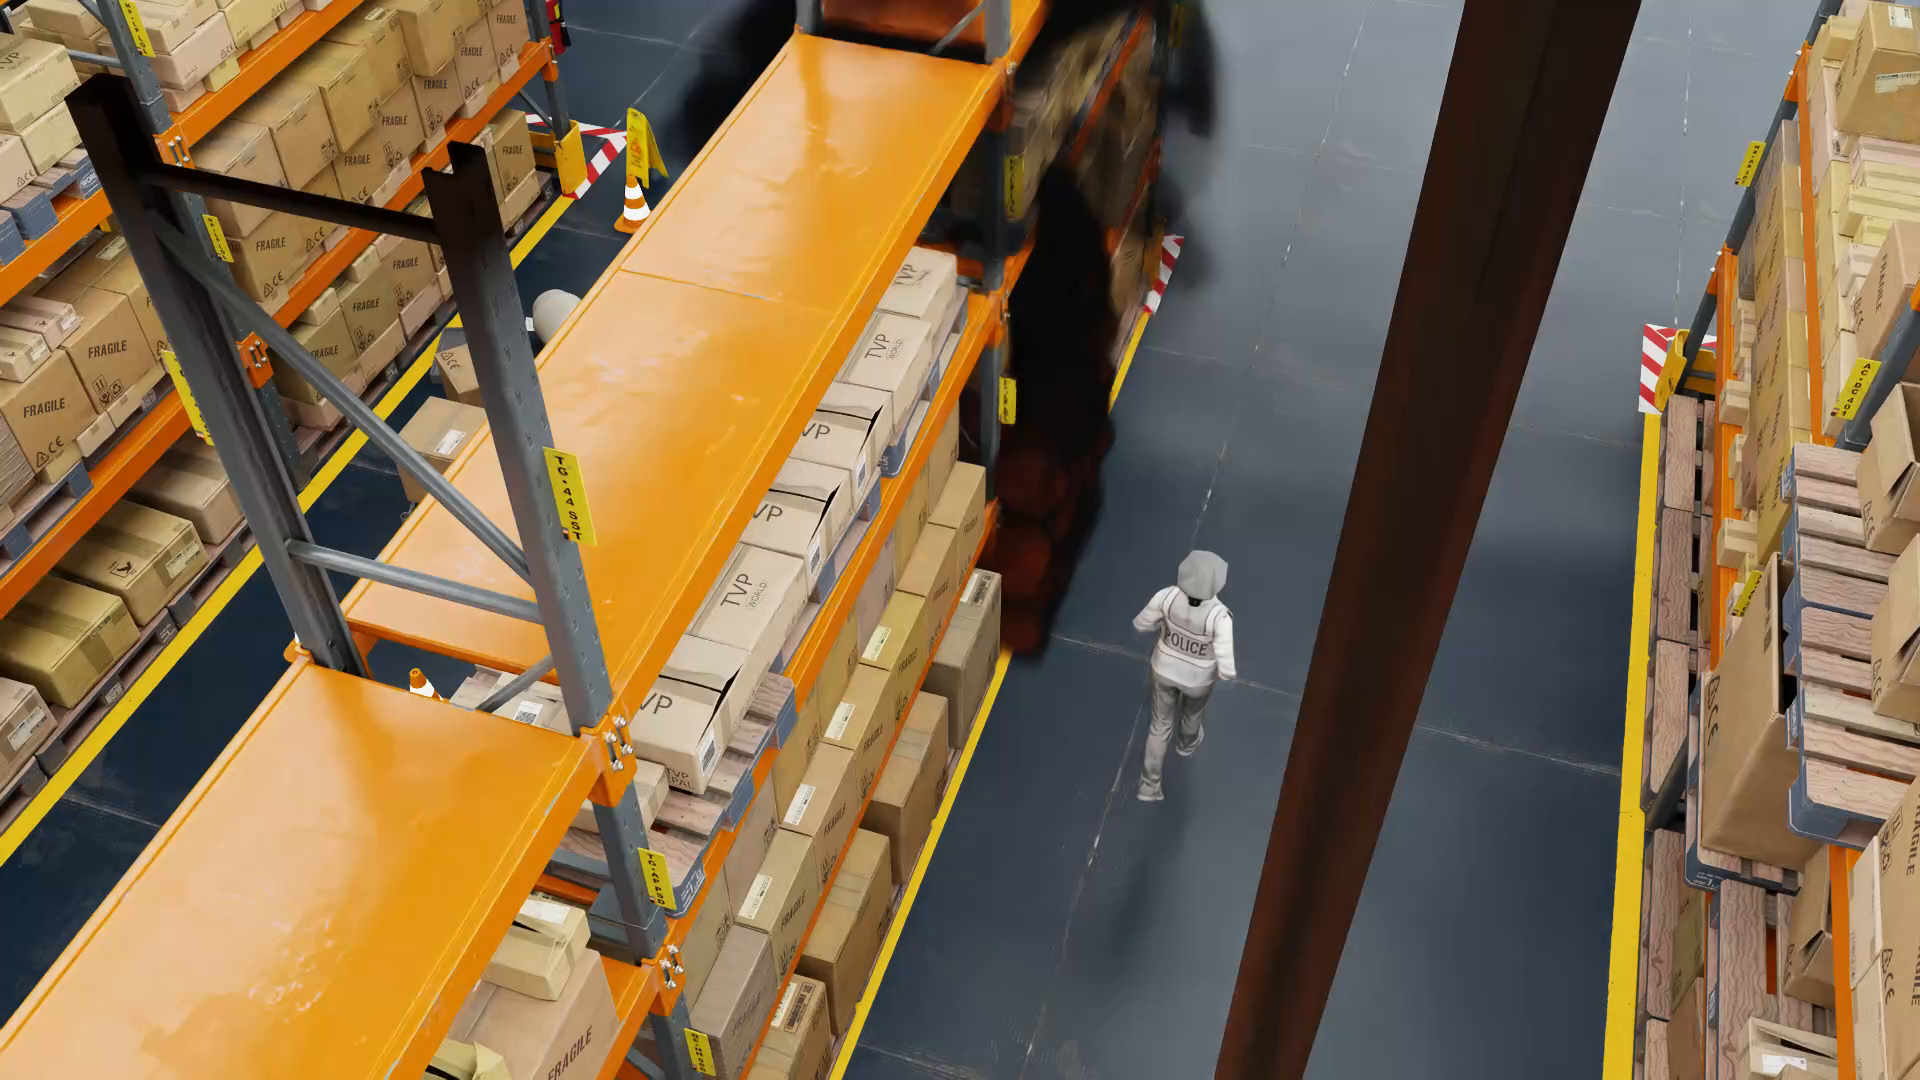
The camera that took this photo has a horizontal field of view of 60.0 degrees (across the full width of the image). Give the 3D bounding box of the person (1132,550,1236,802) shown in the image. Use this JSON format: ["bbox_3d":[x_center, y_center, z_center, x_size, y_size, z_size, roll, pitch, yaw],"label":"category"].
[{"bbox_3d":[1.179,0.715,8.828,0.608,1.721,0.769,19,49,17],"label":"person"}]
